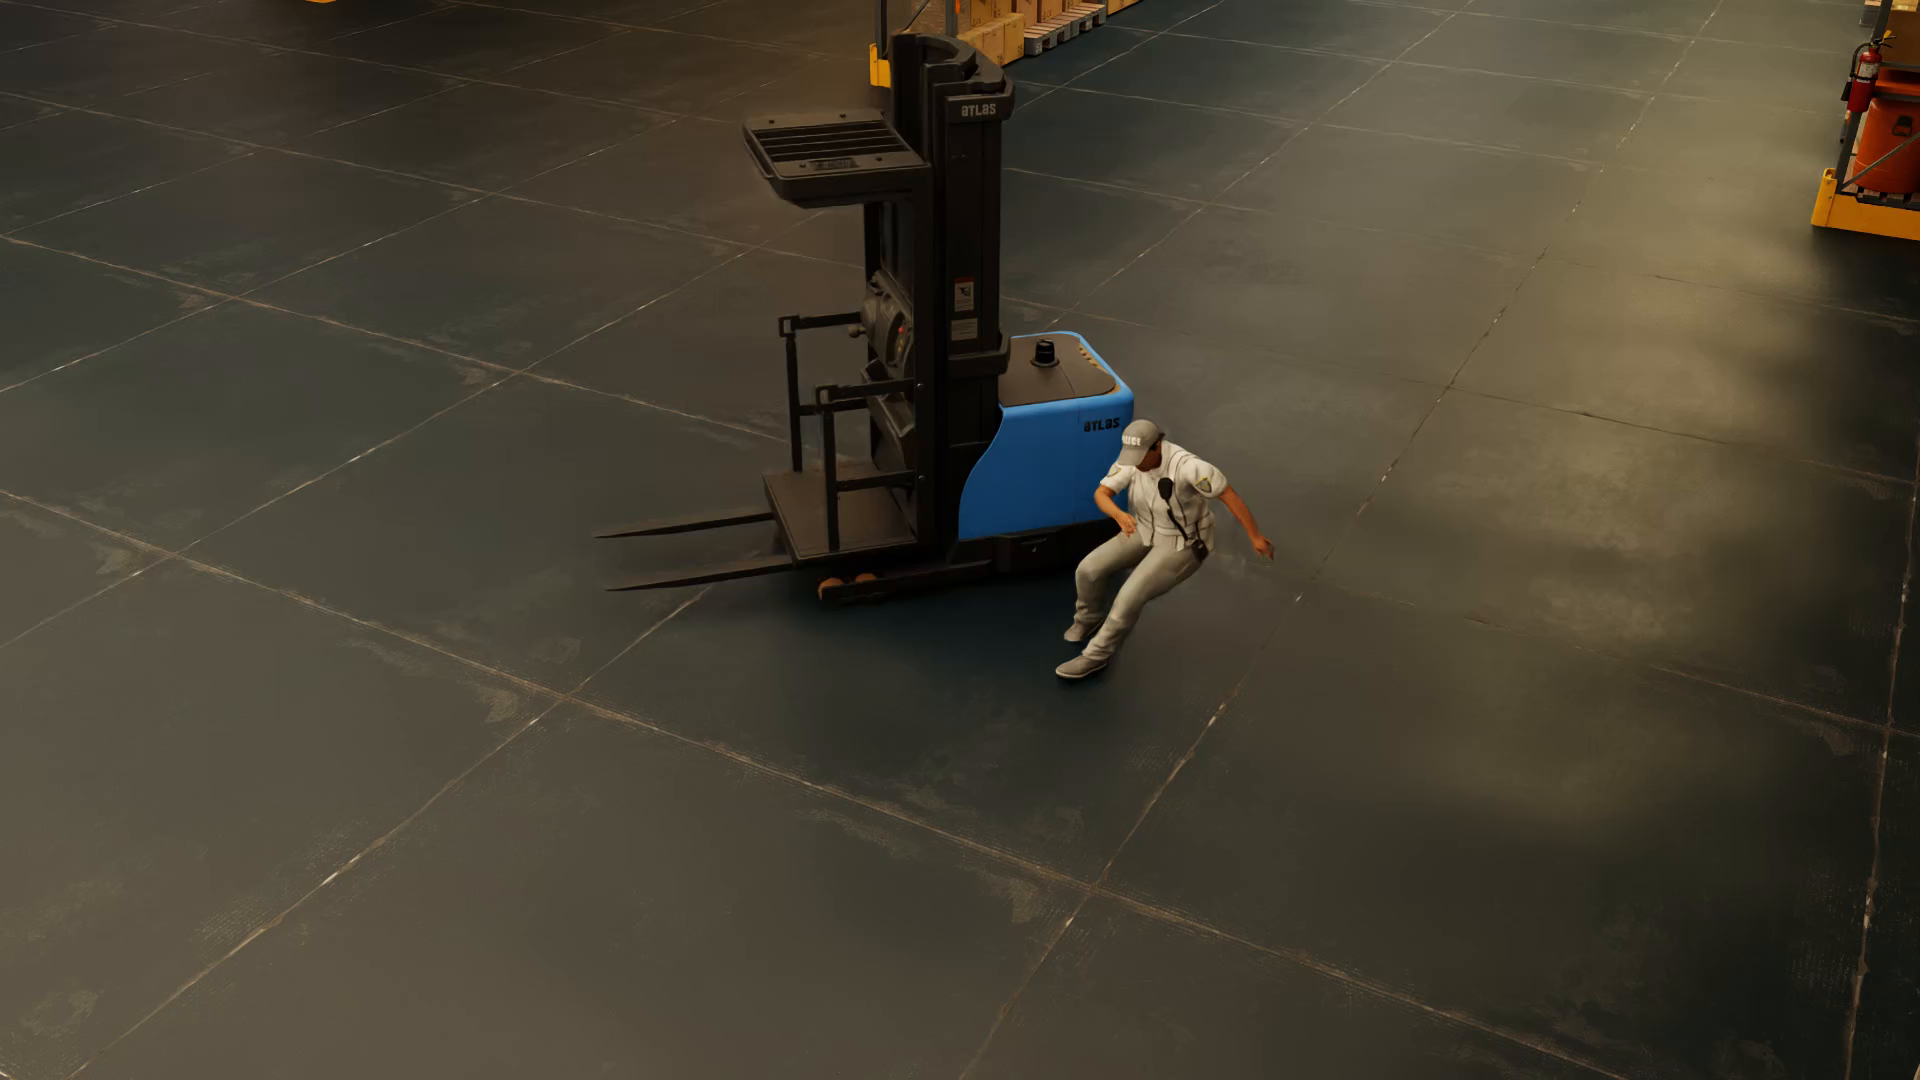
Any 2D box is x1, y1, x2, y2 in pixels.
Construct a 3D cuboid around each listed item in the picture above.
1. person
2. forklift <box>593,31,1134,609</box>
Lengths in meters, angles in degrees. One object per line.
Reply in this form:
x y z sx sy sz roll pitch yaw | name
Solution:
0.971 0.090 8.552 0.925 1.420 0.960 -24 38 -36 | person
-0.584 -1.180 9.115 3.031 2.935 1.130 -8 31 -14 | forklift
